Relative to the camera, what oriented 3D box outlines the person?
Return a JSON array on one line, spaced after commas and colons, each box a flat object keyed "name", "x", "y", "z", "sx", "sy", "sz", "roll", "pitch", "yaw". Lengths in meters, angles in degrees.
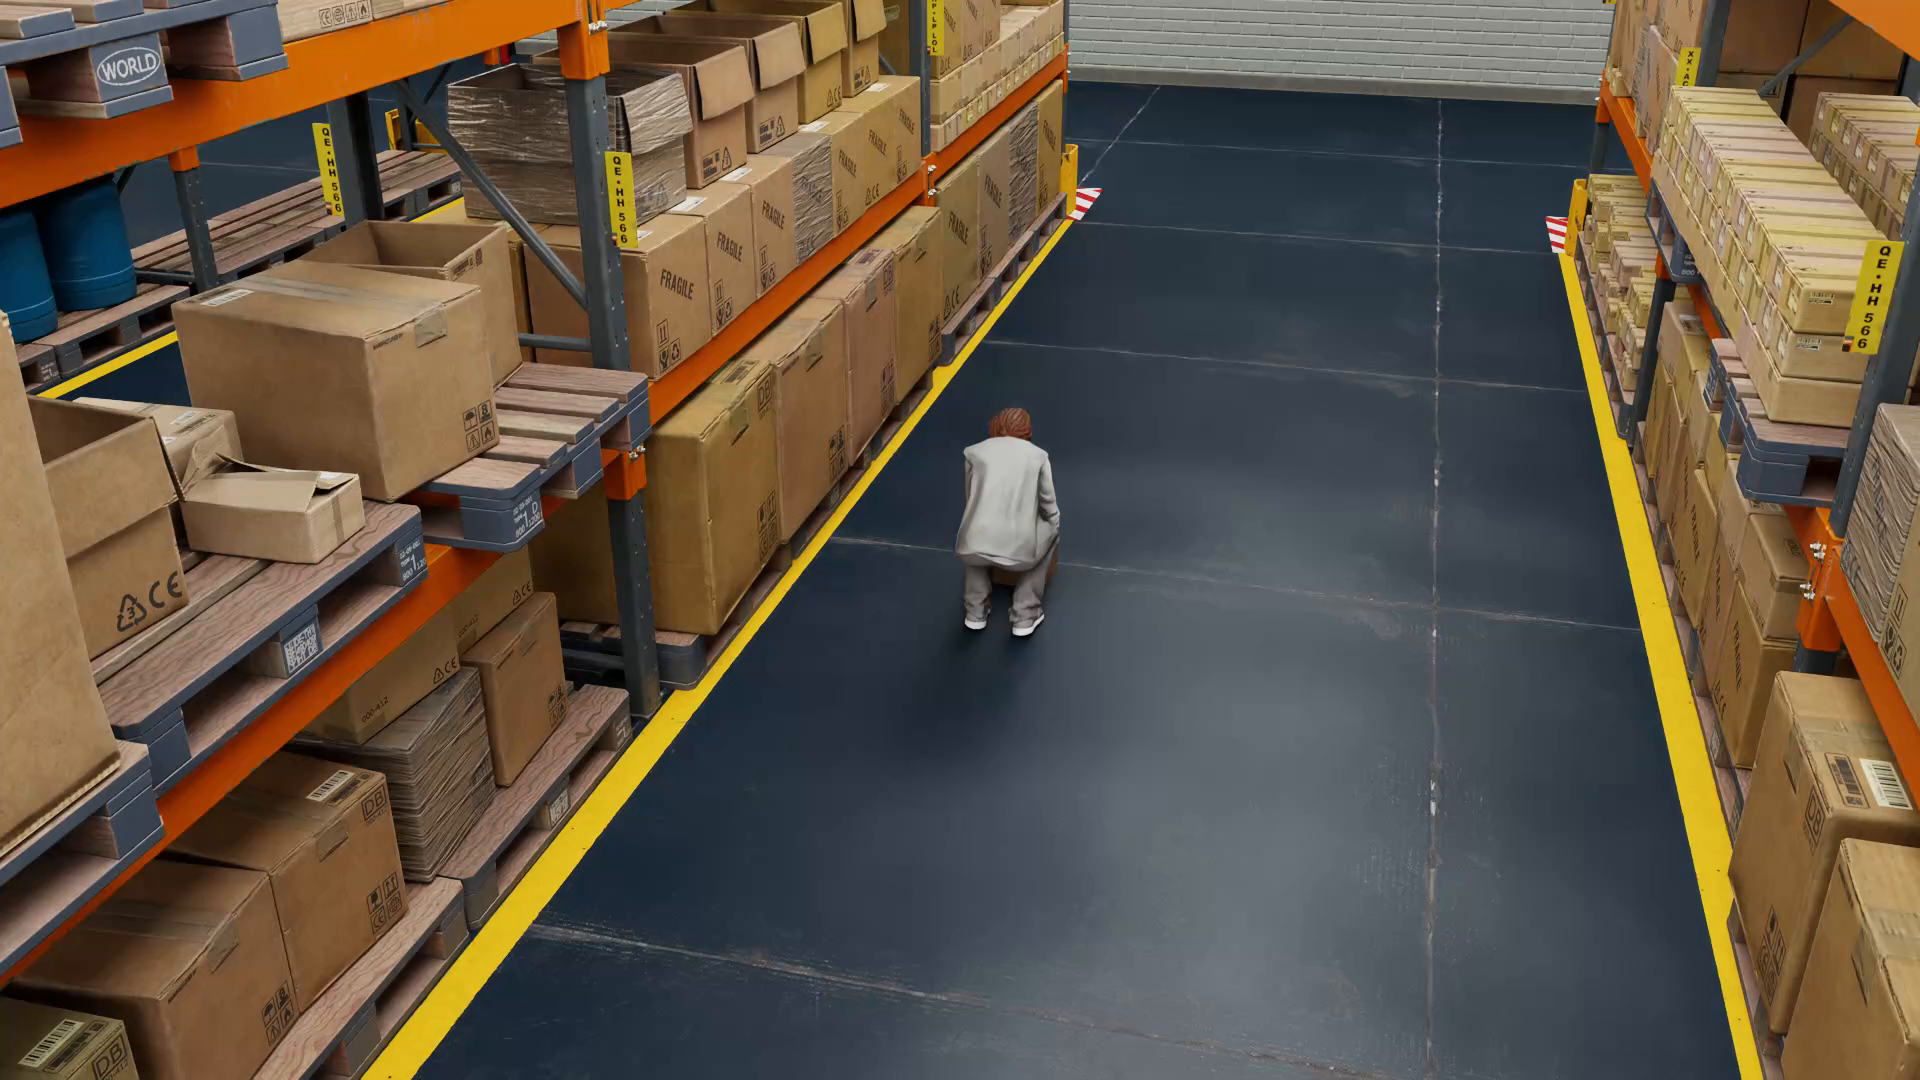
[{"name": "person", "x": 0.205, "y": -0.051, "z": 7.158, "sx": 0.438, "sy": 0.795, "sz": 0.803, "roll": 6, "pitch": 26, "yaw": 13}]
